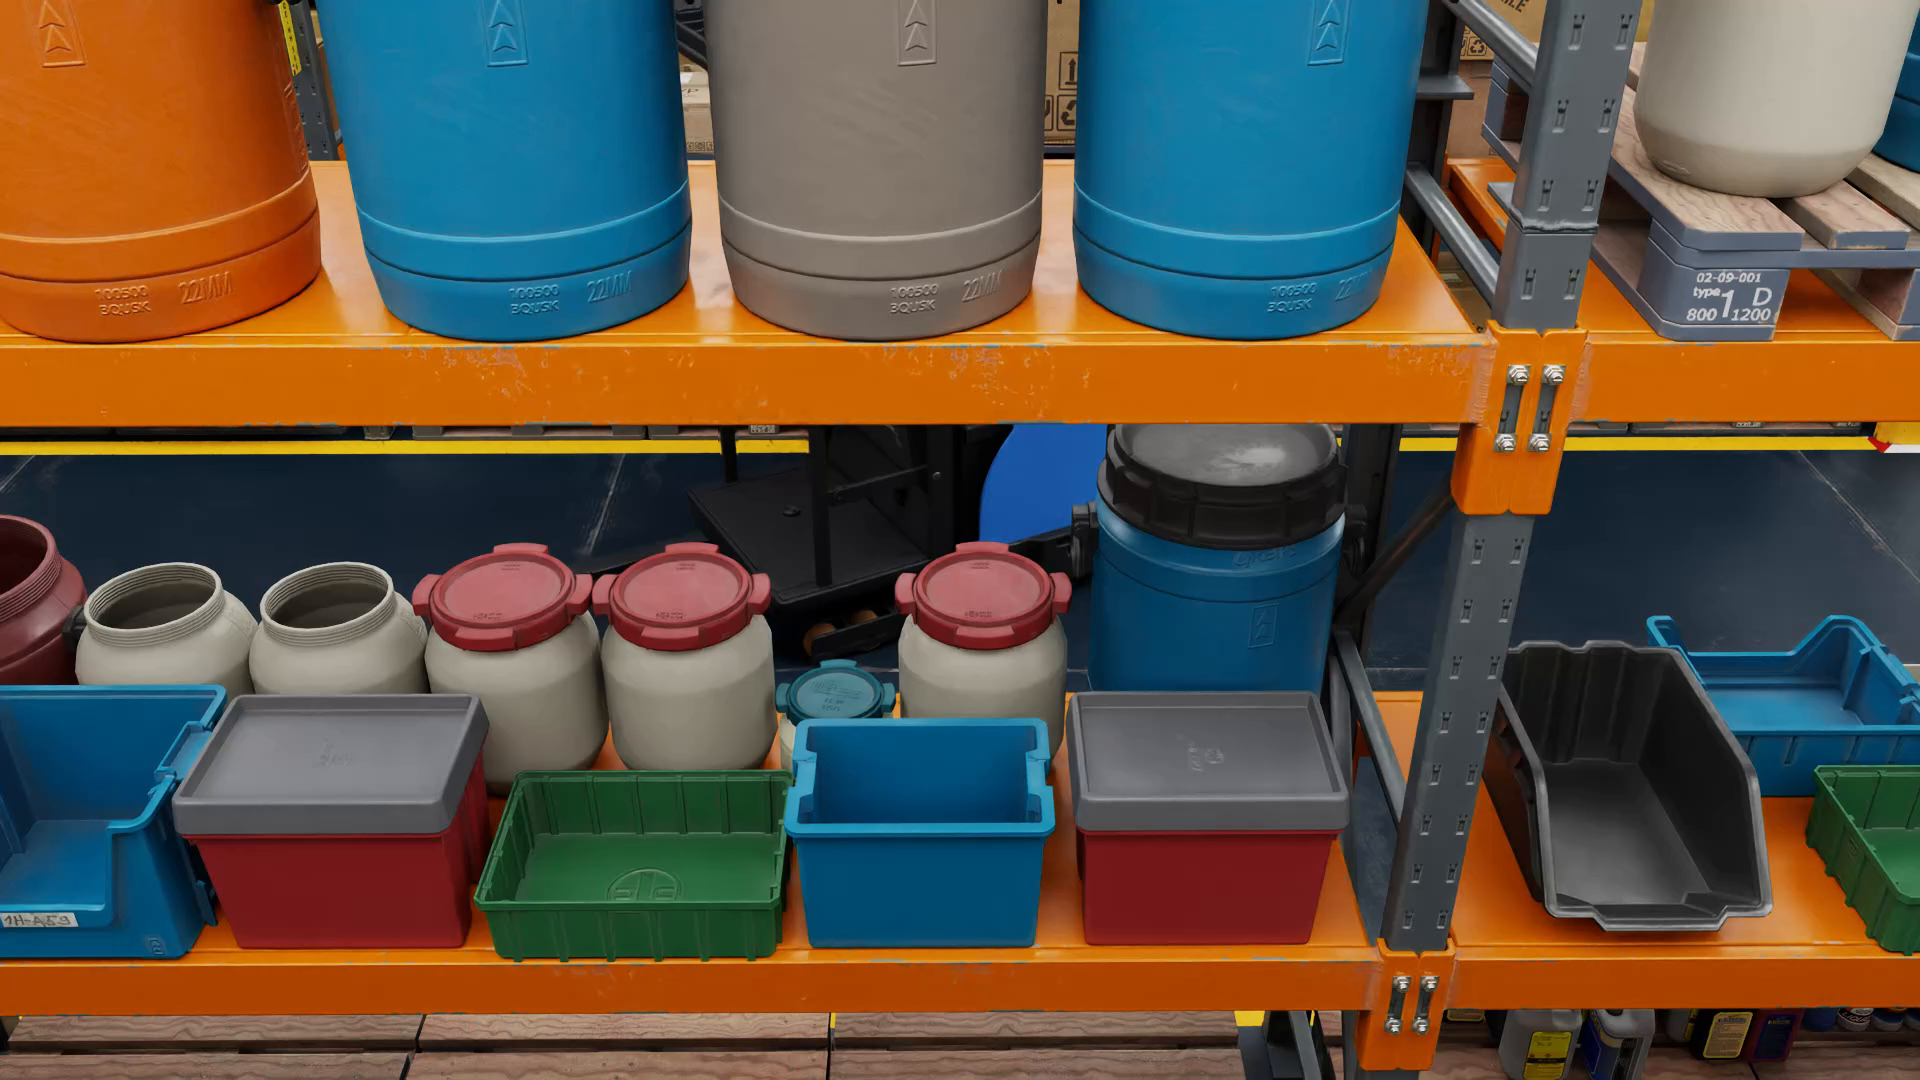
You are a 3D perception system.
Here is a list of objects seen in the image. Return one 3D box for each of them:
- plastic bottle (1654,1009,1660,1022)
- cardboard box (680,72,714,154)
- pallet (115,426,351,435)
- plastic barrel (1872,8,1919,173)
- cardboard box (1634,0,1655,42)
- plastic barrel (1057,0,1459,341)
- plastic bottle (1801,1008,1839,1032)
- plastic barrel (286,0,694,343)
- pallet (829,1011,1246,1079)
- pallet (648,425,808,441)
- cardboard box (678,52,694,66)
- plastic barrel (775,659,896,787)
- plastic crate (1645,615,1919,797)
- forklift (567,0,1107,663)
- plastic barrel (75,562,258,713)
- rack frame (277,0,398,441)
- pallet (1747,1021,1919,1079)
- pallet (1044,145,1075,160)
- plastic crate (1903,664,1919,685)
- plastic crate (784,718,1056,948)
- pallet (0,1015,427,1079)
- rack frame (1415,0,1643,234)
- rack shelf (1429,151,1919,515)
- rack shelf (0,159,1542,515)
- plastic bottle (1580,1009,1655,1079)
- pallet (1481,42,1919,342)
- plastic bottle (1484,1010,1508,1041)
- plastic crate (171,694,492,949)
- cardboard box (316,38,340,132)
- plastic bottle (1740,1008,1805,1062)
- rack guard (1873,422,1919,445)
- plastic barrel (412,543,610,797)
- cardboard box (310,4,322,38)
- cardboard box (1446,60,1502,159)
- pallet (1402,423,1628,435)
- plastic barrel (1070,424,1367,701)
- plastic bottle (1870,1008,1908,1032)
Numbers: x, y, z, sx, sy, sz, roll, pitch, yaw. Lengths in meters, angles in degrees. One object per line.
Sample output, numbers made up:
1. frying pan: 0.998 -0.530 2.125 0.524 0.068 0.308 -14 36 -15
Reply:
1. plastic bottle: 2.012 1.303 4.905 0.133 0.283 0.061 2 31 3
2. cardboard box: -1.337 -2.054 7.983 0.500 0.250 0.500 -1 31 -2
3. pallet: -3.803 -0.897 9.025 1.213 0.211 1.003 0 31 0
4. plastic barrel: 2.011 -1.120 2.924 0.708 0.901 0.600 0 31 0
5. cardboard box: 2.937 -2.543 7.703 0.500 0.500 0.500 0 31 0
6. plastic barrel: 0.508 -0.879 2.931 0.708 0.901 0.600 0 31 0
7. plastic bottle: 2.555 1.316 4.895 0.097 0.271 0.097 0 31 0
8. plastic barrel: -0.800 -0.874 2.924 0.708 0.901 0.600 0 31 0
9. pallet: 0.230 1.719 4.714 1.213 0.211 1.003 0 31 0
10. pallet: -1.016 -0.864 8.971 1.213 0.211 1.003 0 31 0
11. cardboard box: -2.334 -3.799 12.883 0.750 0.750 1.050 -1 31 -1
12. plastic barrel: -0.309 0.488 4.188 0.301 0.262 0.301 0 31 0
13. plastic crate: 2.120 0.423 4.304 0.616 0.251 0.499 0 31 0
14. forklift: -0.561 -1.054 6.662 3.031 2.935 1.130 -16 35 -24
15. plastic barrel: -1.957 0.355 4.166 0.421 0.512 0.421 0 31 0
16. rack frame: -3.015 -2.053 8.241 0.127 3.000 1.000 0 31 0
17. pallet: 2.910 1.710 4.727 1.213 0.211 1.003 0 31 0
18. pallet: 0.220 -2.056 8.432 1.213 0.211 1.003 0 31 0
19. plastic crate: 2.637 0.480 4.321 0.437 0.136 0.530 0 31 0
20. plastic crate: -0.086 0.676 3.760 0.575 0.384 0.392 0 31 0
21. pallet: -2.210 1.726 4.701 1.213 0.211 1.003 0 31 0
22. rack frame: 1.015 -2.061 2.471 0.127 3.000 1.000 0 31 0
23. rack shelf: 3.015 -0.477 3.446 4.000 0.370 1.077 0 31 0
24. rack shelf: -0.985 -0.465 3.426 4.000 0.370 1.077 0 31 0
25. plastic bottle: 1.875 1.405 4.744 0.135 0.276 0.152 0 31 0
26. pallet: 1.736 -0.751 3.386 1.003 0.211 1.213 0 31 0
27. plastic bottle: 1.658 1.297 4.850 0.185 0.351 0.144 -1 31 -2
28. plastic crate: -1.367 0.643 3.737 0.583 0.464 0.402 0 31 0
29. cardboard box: -3.502 -2.235 8.445 0.500 0.500 0.500 1 31 1
30. plastic bottle: 2.336 1.381 4.777 0.133 0.283 0.061 0 31 0
31. rack guard: 4.909 -1.009 8.931 0.348 0.500 1.175 0 31 0
32. plastic barrel: -1.109 0.339 4.169 0.433 0.535 0.433 0 31 0
33. cardboard box: -4.639 -3.918 12.598 0.500 0.250 0.500 1 31 1
34. cardboard box: 2.435 -2.241 8.169 0.500 0.500 0.875 0 31 0
35. pallet: 2.880 -0.899 9.028 1.213 0.211 1.003 0 31 0
36. plastic barrel: 0.627 0.134 4.154 0.708 0.901 0.600 0 31 0
37. plastic bottle: 2.757 1.315 4.897 0.097 0.271 0.097 0 31 0
